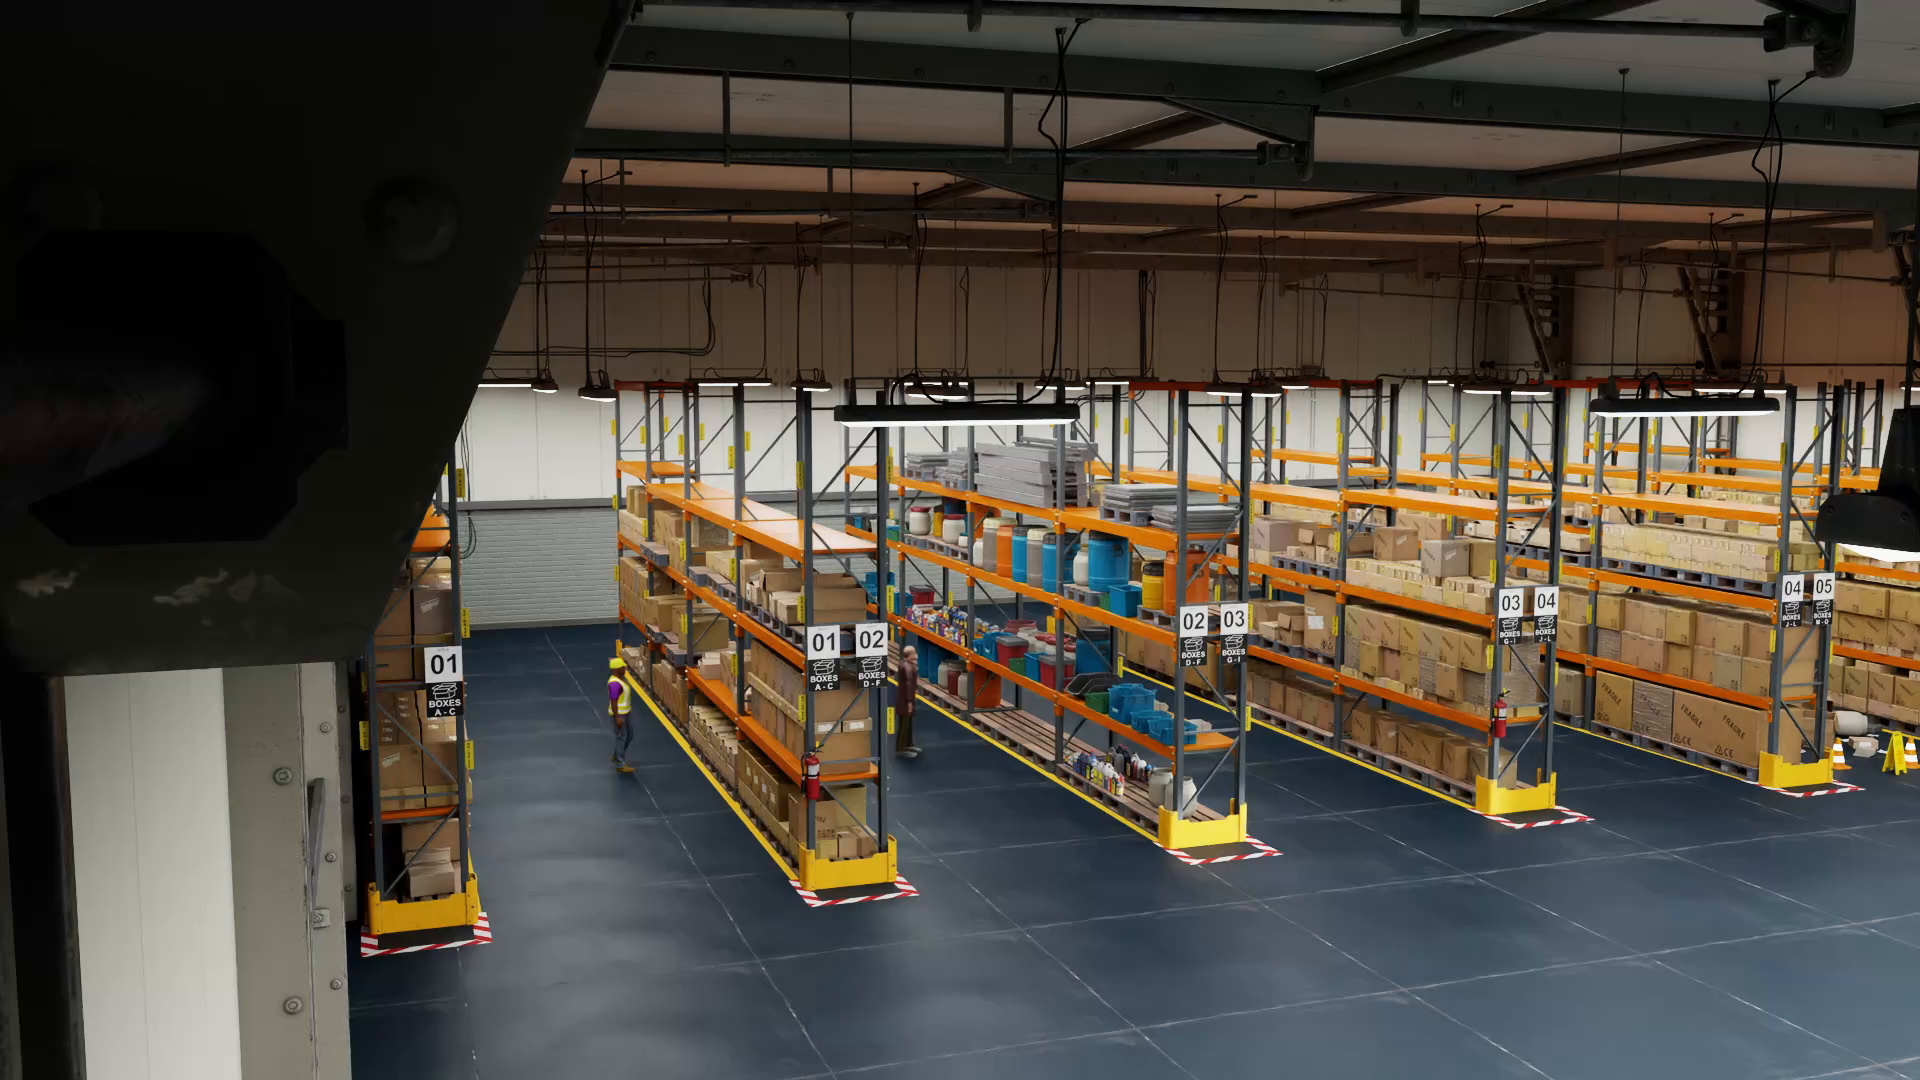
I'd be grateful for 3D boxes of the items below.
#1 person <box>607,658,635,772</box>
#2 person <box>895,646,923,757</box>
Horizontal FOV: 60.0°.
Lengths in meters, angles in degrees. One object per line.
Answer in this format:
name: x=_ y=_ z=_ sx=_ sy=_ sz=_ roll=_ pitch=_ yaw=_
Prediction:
person: x=-5.288 y=2.721 z=25.956 sx=0.501 sy=1.776 sz=0.647 roll=1 pitch=6 yaw=7
person: x=-0.832 y=2.600 z=26.898 sx=0.469 sy=1.799 sz=0.601 roll=-1 pitch=6 yaw=-9
